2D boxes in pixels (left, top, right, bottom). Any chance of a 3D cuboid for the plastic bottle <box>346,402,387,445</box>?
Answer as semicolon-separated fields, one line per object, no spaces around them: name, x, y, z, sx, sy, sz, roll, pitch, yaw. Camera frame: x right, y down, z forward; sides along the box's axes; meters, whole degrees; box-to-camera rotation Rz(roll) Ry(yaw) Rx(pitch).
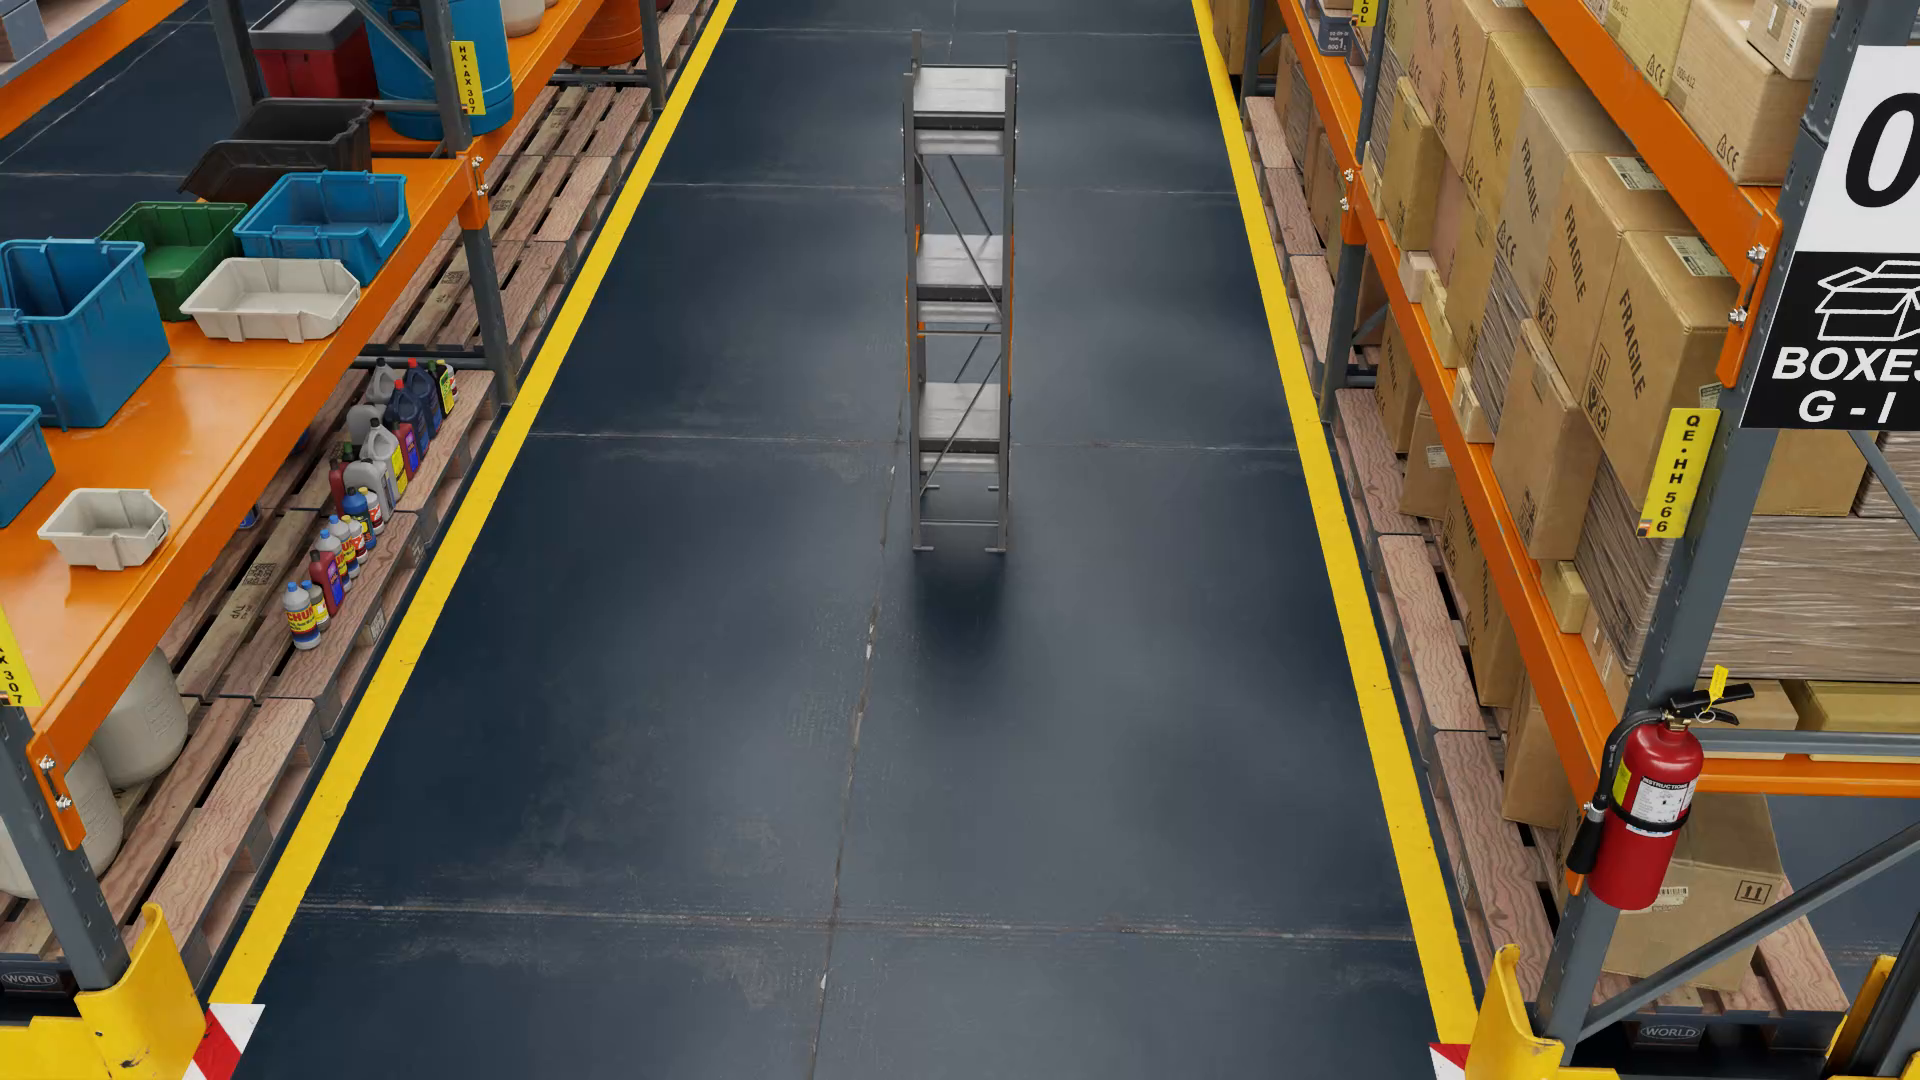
plastic bottle;-2.595;-0.492;7.328;0.152;0.276;0.135;1;35;2

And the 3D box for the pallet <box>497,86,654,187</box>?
pallet;-2.609;-2.638;10.820;1.003;0.211;1.213;1;35;2

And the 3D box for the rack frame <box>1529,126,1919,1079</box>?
rack frame;2.088;0.488;3.947;1.000;3.000;0.127;1;35;2

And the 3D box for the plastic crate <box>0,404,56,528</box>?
plastic crate;-3.108;-0.233;5.102;0.499;0.251;0.408;1;35;2

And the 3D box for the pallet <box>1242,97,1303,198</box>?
pallet;2.377;-2.519;10.650;1.003;0.211;1.213;1;35;2

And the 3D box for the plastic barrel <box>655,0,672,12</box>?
plastic barrel;-2.492;-4.338;12.546;0.600;0.588;0.708;1;35;2

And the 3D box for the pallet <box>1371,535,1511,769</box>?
pallet;2.211;0.420;6.469;1.003;0.211;1.213;1;35;2

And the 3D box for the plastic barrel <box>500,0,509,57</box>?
plastic barrel;-2.443;-2.525;8.116;0.433;0.535;0.433;0;35;0

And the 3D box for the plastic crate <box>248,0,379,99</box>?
plastic crate;-2.987;-2.236;7.767;0.402;0.464;0.583;1;35;2

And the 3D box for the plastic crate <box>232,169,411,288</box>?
plastic crate;-2.473;-1.222;6.509;0.499;0.251;0.616;1;35;2

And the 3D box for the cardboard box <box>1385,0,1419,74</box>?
cardboard box;1.977;-2.129;6.456;0.500;0.500;0.500;1;35;2

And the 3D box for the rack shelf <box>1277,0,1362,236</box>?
rack shelf;2.329;-2.665;9.059;1.077;0.370;4.000;1;35;2

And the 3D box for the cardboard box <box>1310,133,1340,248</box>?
cardboard box;2.355;-1.915;9.157;0.700;0.500;0.500;-2;35;-2

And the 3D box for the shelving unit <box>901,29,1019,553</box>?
shelving unit;0.007;-0.954;6.782;0.431;2.100;0.503;1;35;2

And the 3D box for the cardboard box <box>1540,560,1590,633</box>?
cardboard box;1.863;0.134;4.669;0.380;0.149;0.250;1;35;2

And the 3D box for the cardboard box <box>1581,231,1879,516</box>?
cardboard box;1.863;-0.405;4.003;0.500;0.500;0.500;1;35;2

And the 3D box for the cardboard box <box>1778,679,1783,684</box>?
cardboard box;2.367;0.289;4.448;0.380;0.149;0.250;1;35;2

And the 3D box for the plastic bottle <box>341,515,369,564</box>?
plastic bottle;-2.455;-0.007;6.703;0.097;0.201;0.097;0;35;0

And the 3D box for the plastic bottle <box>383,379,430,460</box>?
plastic bottle;-2.446;-0.534;7.322;0.144;0.351;0.185;0;35;0

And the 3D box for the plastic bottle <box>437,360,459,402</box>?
plastic bottle;-2.403;-0.744;7.751;0.097;0.201;0.097;0;35;0

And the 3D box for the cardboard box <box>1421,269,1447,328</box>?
cardboard box;1.914;-0.872;6.101;0.380;0.149;0.250;1;35;2

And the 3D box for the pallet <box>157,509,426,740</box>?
pallet;-2.815;0.304;6.634;1.003;0.211;1.213;1;35;2

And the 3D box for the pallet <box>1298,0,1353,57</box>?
pallet;2.371;-2.892;8.923;1.003;0.211;1.213;1;35;2

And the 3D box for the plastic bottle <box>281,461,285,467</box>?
plastic bottle;-3.032;-0.448;7.269;0.097;0.271;0.097;0;35;0

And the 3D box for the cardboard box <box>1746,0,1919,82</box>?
cardboard box;1.787;-1.008;3.250;0.380;0.149;0.250;1;35;2

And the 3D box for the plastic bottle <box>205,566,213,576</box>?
plastic bottle;-3.057;0.041;6.633;0.097;0.201;0.097;0;35;0

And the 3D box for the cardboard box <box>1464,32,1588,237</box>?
cardboard box;1.928;-1.267;5.229;0.500;0.500;0.500;1;35;2

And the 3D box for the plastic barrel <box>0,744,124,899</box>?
plastic barrel;-2.911;0.840;5.245;0.421;0.512;0.421;0;35;0

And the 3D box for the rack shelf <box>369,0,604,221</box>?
rack shelf;-2.620;-2.779;9.222;1.077;0.370;4.000;1;35;2

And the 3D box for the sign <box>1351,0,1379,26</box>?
sign;1.694;-2.295;6.899;0.100;0.325;0.005;1;35;2

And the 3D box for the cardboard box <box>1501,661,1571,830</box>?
cardboard box;2.120;0.636;5.545;0.500;0.500;0.500;10;36;14

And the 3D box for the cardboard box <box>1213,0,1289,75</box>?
cardboard box;2.458;-3.807;11.541;1.225;0.875;0.875;0;35;0

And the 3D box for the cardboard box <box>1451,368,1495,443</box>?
cardboard box;1.849;-0.442;5.489;0.380;0.149;0.250;1;35;2

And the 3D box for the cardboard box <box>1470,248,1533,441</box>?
cardboard box;2.101;-0.566;5.101;0.875;0.500;0.500;1;35;2

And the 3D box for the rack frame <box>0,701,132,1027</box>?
rack frame;-2.861;0.374;4.110;1.000;3.000;0.127;1;35;2

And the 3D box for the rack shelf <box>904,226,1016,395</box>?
rack shelf;0.007;-0.943;6.789;0.431;0.518;0.480;1;35;2

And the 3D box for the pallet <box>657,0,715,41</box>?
pallet;-2.498;-4.235;13.092;1.003;0.211;1.213;1;35;2

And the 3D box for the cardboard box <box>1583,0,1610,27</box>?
cardboard box;1.900;-1.542;4.357;0.500;0.250;0.500;2;35;3

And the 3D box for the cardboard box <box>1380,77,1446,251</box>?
cardboard box;2.114;-1.429;6.329;0.875;0.500;0.500;1;35;2

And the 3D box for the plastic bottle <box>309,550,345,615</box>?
plastic bottle;-2.449;0.141;6.421;0.061;0.283;0.133;2;35;3

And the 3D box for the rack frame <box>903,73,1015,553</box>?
rack frame;-0.003;-0.814;6.582;0.400;2.100;0.015;1;35;2

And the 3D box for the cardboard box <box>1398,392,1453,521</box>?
cardboard box;2.177;-0.401;7.021;0.500;0.500;0.500;12;37;17

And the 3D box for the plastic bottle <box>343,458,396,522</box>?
plastic bottle;-2.469;-0.224;6.947;0.152;0.276;0.135;2;35;3

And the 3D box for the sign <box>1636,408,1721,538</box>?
sign;1.534;-0.139;3.558;0.100;0.325;0.005;1;35;2

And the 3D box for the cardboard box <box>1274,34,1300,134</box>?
cardboard box;2.402;-2.880;10.531;0.700;0.500;0.500;0;35;-1

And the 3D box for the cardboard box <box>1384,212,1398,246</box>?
cardboard box;1.934;-1.303;6.714;0.380;0.149;0.250;1;35;2
